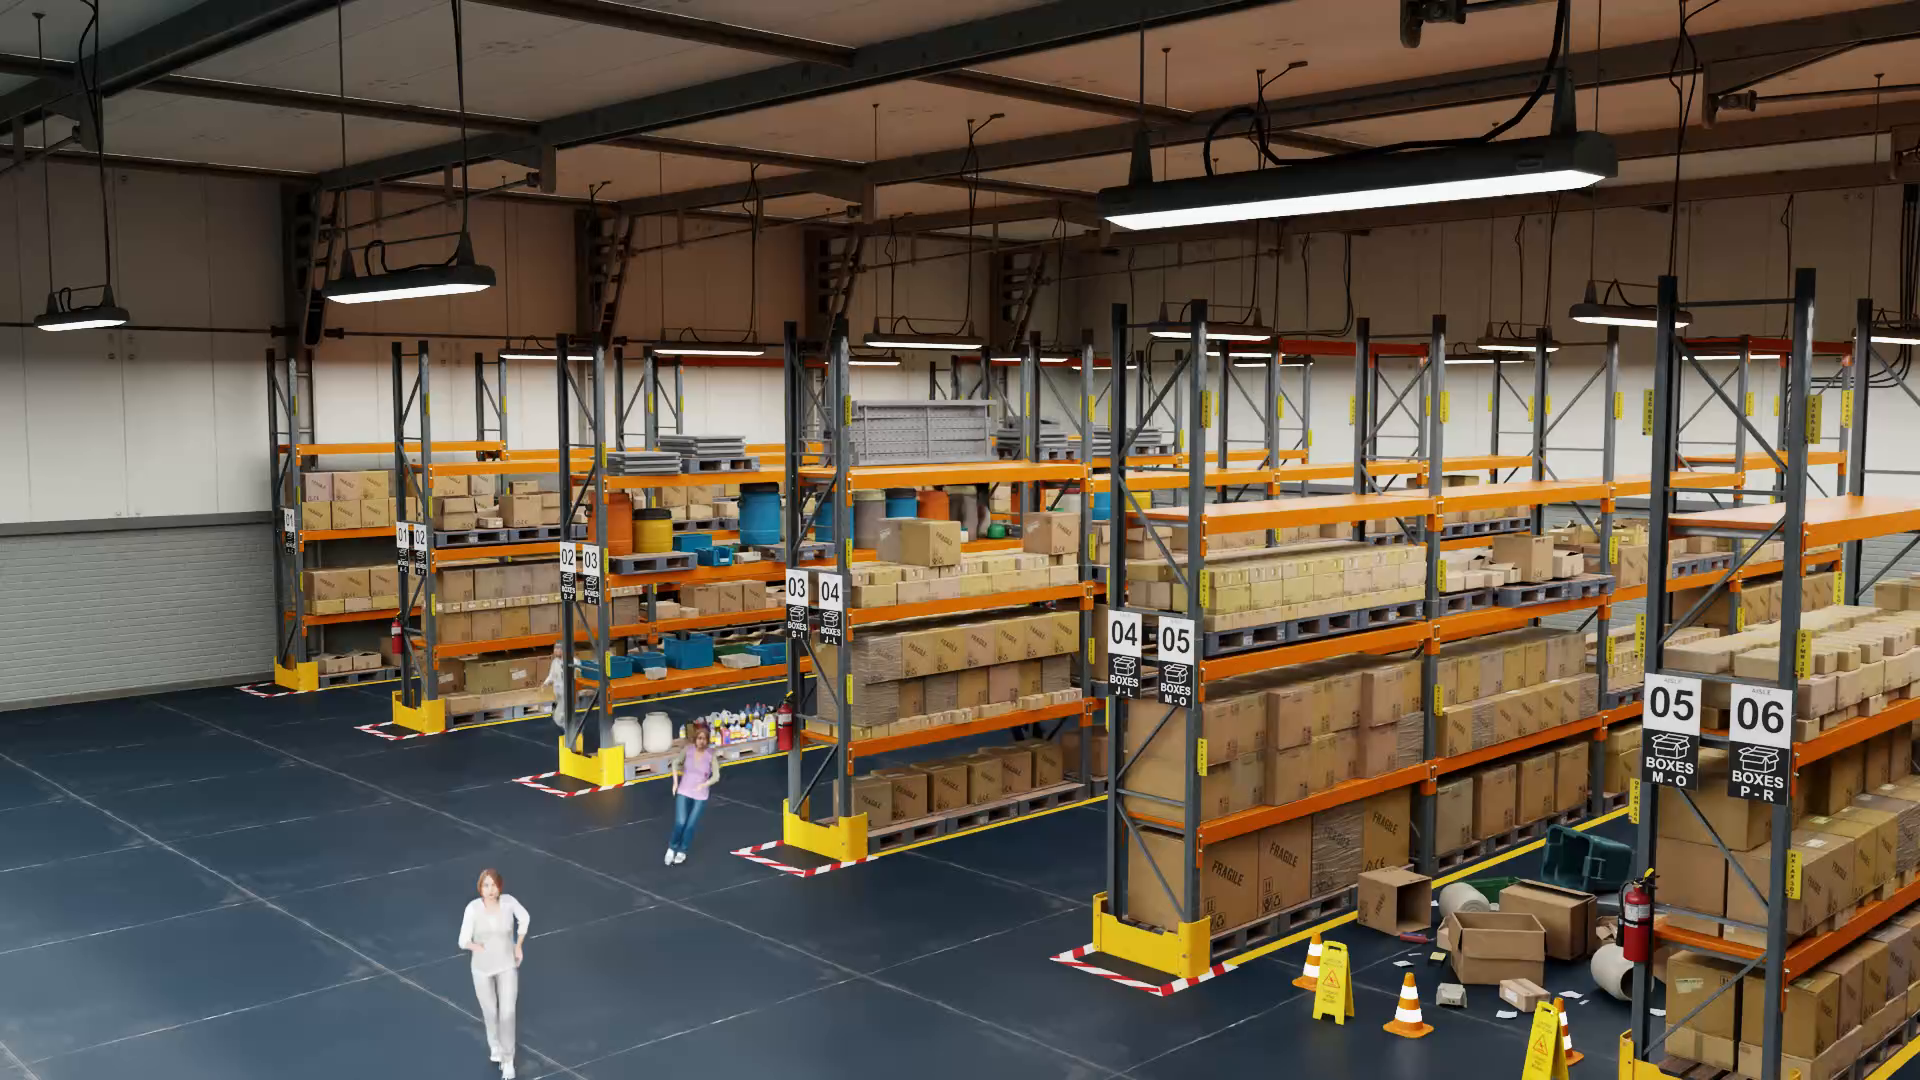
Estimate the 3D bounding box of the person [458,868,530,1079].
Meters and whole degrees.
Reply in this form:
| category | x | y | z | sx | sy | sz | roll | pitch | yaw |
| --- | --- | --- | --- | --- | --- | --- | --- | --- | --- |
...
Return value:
| category | x | y | z | sx | sy | sz | roll | pitch | yaw |
| --- | --- | --- | --- | --- | --- | --- | --- | --- | --- |
| person | -3.522 | 3.285 | 12.592 | 0.513 | 1.634 | 0.702 | -1 | 5 | -12 |

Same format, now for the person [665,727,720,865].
| category | x | y | z | sx | sy | sz | roll | pitch | yaw |
| --- | --- | --- | --- | --- | --- | --- | --- | --- | --- |
| person | -2.947 | 2.814 | 18.278 | 0.611 | 1.531 | 0.575 | -1 | 5 | -9 |

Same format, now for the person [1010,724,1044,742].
| category | x | y | z | sx | sy | sz | roll | pitch | yaw |
| --- | --- | --- | --- | --- | --- | --- | --- | --- | --- |
| person | 0.945 | 2.290 | 24.097 | 0.605 | 1.583 | 0.579 | 3 | 6 | 34 |

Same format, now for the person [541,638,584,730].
| category | x | y | z | sx | sy | sz | roll | pitch | yaw |
| --- | --- | --- | --- | --- | --- | --- | --- | --- | --- |
| person | -5.733 | 2.245 | 24.117 | 0.634 | 1.651 | 0.729 | 4 | 6 | 38 |
